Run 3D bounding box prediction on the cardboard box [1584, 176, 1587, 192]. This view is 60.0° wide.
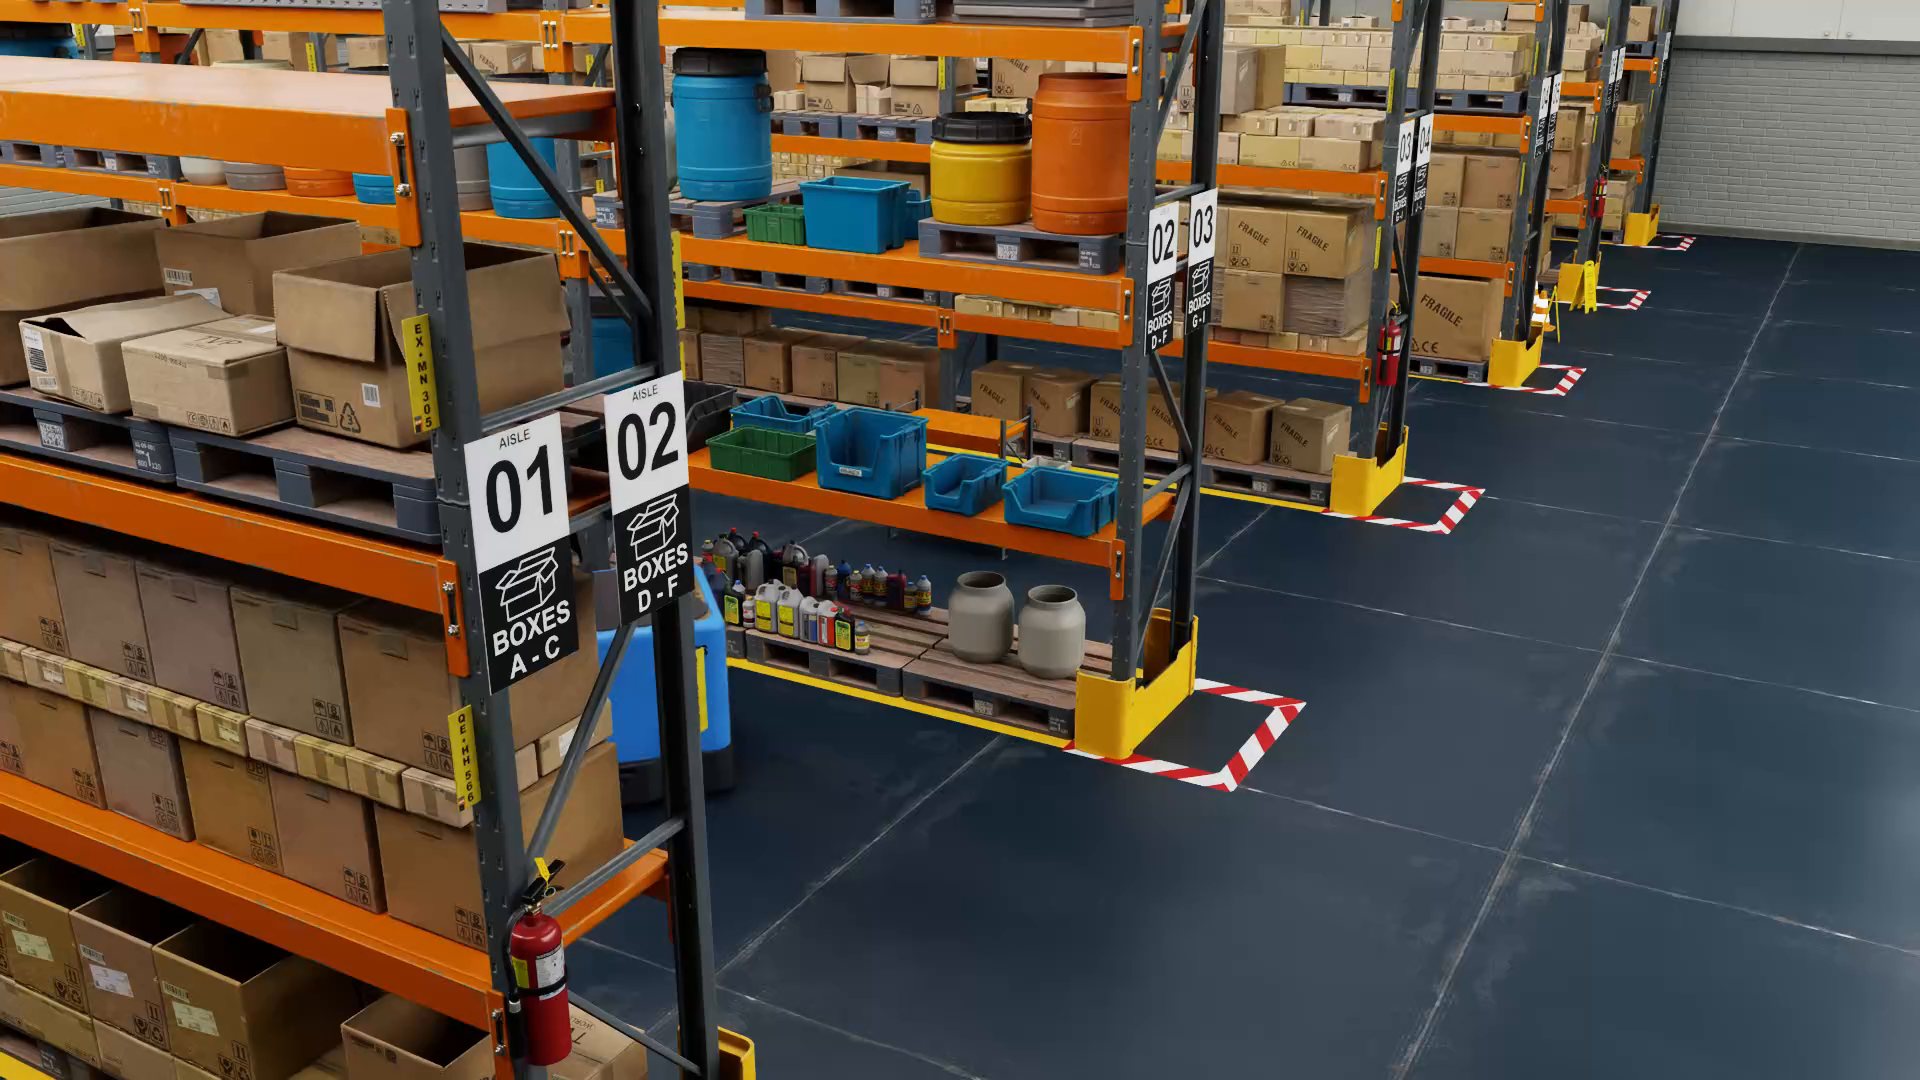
[{"bbox_3d":[9.849,-5.655,26.506,0.500,0.250,0.500,11,23,28],"label":"cardboard box"}]

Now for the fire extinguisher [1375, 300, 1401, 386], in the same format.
[{"bbox_3d":[3.476,-1.592,13.469,0.183,0.674,0.296,11,23,27],"label":"fire extinguisher"}]

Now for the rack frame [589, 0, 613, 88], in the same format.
[{"bbox_3d":[-3.383,-5.935,16.531,0.127,3.000,1.000,11,23,27],"label":"rack frame"}]

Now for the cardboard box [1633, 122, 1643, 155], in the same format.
[{"bbox_3d":[10.554,-6.425,26.533,0.500,0.500,0.500,12,23,29],"label":"cardboard box"}]

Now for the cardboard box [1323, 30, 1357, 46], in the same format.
[{"bbox_3d":[4.096,-5.406,17.908,0.250,0.149,0.380,11,23,27],"label":"cardboard box"}]

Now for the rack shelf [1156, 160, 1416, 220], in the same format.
[{"bbox_3d":[1.855,-3.189,14.414,4.000,0.370,1.077,11,23,27],"label":"rack shelf"}]

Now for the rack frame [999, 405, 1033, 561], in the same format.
[{"bbox_3d":[0.438,-0.445,12.943,0.032,1.125,0.500,11,23,27],"label":"rack frame"}]

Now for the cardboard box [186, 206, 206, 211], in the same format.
[{"bbox_3d":[-9.186,-4.186,20.289,0.500,0.250,0.500,10,22,26],"label":"cardboard box"}]

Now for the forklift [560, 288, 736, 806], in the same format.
[{"bbox_3d":[-2.846,0.050,8.929,3.031,2.935,1.130,-6,21,-15],"label":"forklift"}]

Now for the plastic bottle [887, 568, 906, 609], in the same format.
[{"bbox_3d":[-0.434,0.323,11.415,0.133,0.283,0.061,11,23,28],"label":"plastic bottle"}]

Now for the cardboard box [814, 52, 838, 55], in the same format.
[{"bbox_3d":[-1.499,-6.051,21.103,0.500,0.500,0.500,11,23,27],"label":"cardboard box"}]

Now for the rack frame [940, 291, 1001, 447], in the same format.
[{"bbox_3d":[0.109,-2.450,15.720,0.127,3.000,1.000,11,23,27],"label":"rack frame"}]

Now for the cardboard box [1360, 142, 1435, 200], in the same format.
[{"bbox_3d":[4.855,-4.093,18.447,0.550,0.550,0.875,11,23,27],"label":"cardboard box"}]

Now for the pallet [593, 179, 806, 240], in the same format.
[{"bbox_3d":[-1.629,-2.206,10.925,1.003,0.211,1.213,11,23,27],"label":"pallet"}]

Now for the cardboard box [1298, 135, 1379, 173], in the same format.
[{"bbox_3d":[3.056,-3.129,13.413,0.500,0.250,0.500,11,23,29],"label":"cardboard box"}]

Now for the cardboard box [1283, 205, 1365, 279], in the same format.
[{"bbox_3d":[3.000,-2.459,13.697,0.500,0.500,0.500,11,23,27],"label":"cardboard box"}]

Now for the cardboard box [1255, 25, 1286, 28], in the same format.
[{"bbox_3d":[3.530,-5.771,18.914,0.250,0.149,0.380,11,23,27],"label":"cardboard box"}]

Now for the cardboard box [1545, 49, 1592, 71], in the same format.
[{"bbox_3d":[7.856,-6.219,21.496,0.500,0.250,0.500,10,22,27],"label":"cardboard box"}]

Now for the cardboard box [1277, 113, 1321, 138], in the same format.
[{"bbox_3d":[2.744,-3.356,13.455,0.250,0.149,0.380,10,22,25],"label":"cardboard box"}]

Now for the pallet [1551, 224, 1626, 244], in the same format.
[{"bbox_3d":[10.163,-5.017,26.886,1.213,0.211,1.003,11,23,27],"label":"pallet"}]

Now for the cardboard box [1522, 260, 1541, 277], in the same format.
[{"bbox_3d":[7.576,-3.698,22.577,0.500,0.250,0.500,11,23,27],"label":"cardboard box"}]

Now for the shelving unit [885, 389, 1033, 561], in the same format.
[{"bbox_3d":[-0.006,-0.530,13.176,1.048,1.125,0.538,11,23,27],"label":"shelving unit"}]

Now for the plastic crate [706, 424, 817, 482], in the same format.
[{"bbox_3d":[-1.259,-0.566,10.837,0.662,0.188,0.450,11,23,27],"label":"plastic crate"}]

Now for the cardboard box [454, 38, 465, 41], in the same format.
[{"bbox_3d":[-7.148,-7.243,24.022,0.500,0.250,0.500,10,22,27],"label":"cardboard box"}]

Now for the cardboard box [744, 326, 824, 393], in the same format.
[{"bbox_3d":[-1.800,-1.861,17.116,0.500,0.500,0.700,13,24,32],"label":"cardboard box"}]

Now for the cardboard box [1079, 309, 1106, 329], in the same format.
[{"bbox_3d":[1.253,-2.006,14.865,0.250,0.149,0.380,11,23,27],"label":"cardboard box"}]

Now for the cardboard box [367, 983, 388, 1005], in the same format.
[{"bbox_3d":[-2.031,1.668,6.683,0.500,0.500,0.500,11,23,27],"label":"cardboard box"}]

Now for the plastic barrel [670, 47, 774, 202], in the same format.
[{"bbox_3d":[-1.490,-2.621,10.442,0.708,0.901,0.600,11,23,27],"label":"plastic barrel"}]

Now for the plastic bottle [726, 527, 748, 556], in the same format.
[{"bbox_3d":[-1.604,0.084,11.973,0.185,0.351,0.144,10,22,26],"label":"plastic bottle"}]

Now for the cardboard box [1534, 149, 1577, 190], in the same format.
[{"bbox_3d":[7.826,-4.930,21.974,0.500,0.500,0.500,10,22,26],"label":"cardboard box"}]

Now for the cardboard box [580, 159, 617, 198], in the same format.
[{"bbox_3d":[-4.014,-3.760,17.714,0.637,0.503,0.797,12,23,29],"label":"cardboard box"}]

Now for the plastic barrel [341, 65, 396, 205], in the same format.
[{"bbox_3d":[-3.998,-2.859,11.713,0.708,0.901,0.600,11,23,27],"label":"plastic barrel"}]

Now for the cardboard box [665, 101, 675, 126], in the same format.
[{"bbox_3d":[-2.649,-4.215,16.408,0.500,0.250,0.500,11,23,29],"label":"cardboard box"}]

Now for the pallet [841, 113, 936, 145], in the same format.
[{"bbox_3d":[-0.378,-3.906,15.611,1.003,0.211,1.213,11,23,27],"label":"pallet"}]

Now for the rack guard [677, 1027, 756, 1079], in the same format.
[{"bbox_3d":[-1.213,2.343,6.173,0.348,0.500,1.175,11,23,27],"label":"rack guard"}]

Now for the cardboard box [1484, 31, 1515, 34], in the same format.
[{"bbox_3d":[5.754,-5.348,17.747,0.250,0.149,0.380,11,23,28],"label":"cardboard box"}]

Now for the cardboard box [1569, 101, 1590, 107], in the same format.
[{"bbox_3d":[9.783,-6.833,26.268,0.250,0.149,0.380,11,23,28],"label":"cardboard box"}]

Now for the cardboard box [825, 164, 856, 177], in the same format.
[{"bbox_3d":[-1.529,-4.741,21.351,0.250,0.149,0.380,11,23,28],"label":"cardboard box"}]

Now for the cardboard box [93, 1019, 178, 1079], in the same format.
[{"bbox_3d":[-3.161,2.012,6.836,0.500,0.250,0.500,11,23,27],"label":"cardboard box"}]

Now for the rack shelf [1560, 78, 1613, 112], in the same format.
[{"bbox_3d":[6.688,-6.139,22.547,4.000,0.370,1.077,11,23,27],"label":"rack shelf"}]

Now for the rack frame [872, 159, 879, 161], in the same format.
[{"bbox_3d":[-0.876,-4.575,21.578,0.127,3.000,1.000,11,23,27],"label":"rack frame"}]

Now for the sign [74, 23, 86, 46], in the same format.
[{"bbox_3d":[-10.643,-6.139,20.095,0.005,0.325,0.100,11,23,27],"label":"sign"}]

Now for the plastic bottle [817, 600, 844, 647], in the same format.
[{"bbox_3d":[-0.838,0.538,10.831,0.135,0.276,0.152,11,23,28],"label":"plastic bottle"}]

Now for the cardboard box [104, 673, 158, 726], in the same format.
[{"bbox_3d":[-3.015,0.548,6.358,0.250,0.149,0.380,10,22,27],"label":"cardboard box"}]

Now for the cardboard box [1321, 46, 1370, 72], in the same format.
[{"bbox_3d":[4.230,-5.218,17.973,0.500,0.250,0.500,11,23,28],"label":"cardboard box"}]

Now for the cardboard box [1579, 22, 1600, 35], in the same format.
[{"bbox_3d":[9.758,-7.894,25.764,0.258,0.266,0.396,11,23,27],"label":"cardboard box"}]

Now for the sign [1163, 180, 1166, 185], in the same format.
[{"bbox_3d":[2.360,-4.254,19.111,0.005,0.325,0.100,11,23,27],"label":"sign"}]

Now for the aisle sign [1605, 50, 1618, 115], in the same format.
[{"bbox_3d":[8.347,-5.860,21.310,0.004,0.787,0.394,11,23,27],"label":"aisle sign"}]

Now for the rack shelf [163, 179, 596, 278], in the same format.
[{"bbox_3d":[-4.053,-2.380,12.183,4.000,0.370,1.077,11,23,27],"label":"rack shelf"}]

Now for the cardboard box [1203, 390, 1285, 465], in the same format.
[{"bbox_3d":[2.525,-1.005,14.787,0.500,0.500,0.500,18,27,41],"label":"cardboard box"}]

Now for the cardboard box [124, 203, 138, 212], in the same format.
[{"bbox_3d":[-10.218,-4.170,20.831,0.250,0.149,0.380,11,23,28],"label":"cardboard box"}]

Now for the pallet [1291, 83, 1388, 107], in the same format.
[{"bbox_3d":[4.386,-4.936,18.304,1.213,0.211,1.003,11,23,27],"label":"pallet"}]

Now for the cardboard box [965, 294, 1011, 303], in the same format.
[{"bbox_3d":[0.472,-2.543,15.395,0.500,0.500,0.875,11,23,27],"label":"cardboard box"}]

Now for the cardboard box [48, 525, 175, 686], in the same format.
[{"bbox_3d":[-3.021,0.164,6.465,0.500,0.500,0.700,11,23,27],"label":"cardboard box"}]

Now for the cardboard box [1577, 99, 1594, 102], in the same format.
[{"bbox_3d":[10.004,-6.963,26.628,0.250,0.149,0.380,11,23,28],"label":"cardboard box"}]

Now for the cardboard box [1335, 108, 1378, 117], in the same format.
[{"bbox_3d":[3.294,-3.498,13.847,0.250,0.149,0.380,11,23,28],"label":"cardboard box"}]

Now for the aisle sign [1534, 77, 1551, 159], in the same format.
[{"bbox_3d":[6.024,-4.365,17.189,0.004,0.787,0.394,11,23,27],"label":"aisle sign"}]

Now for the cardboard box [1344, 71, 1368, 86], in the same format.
[{"bbox_3d":[4.321,-4.989,17.927,0.250,0.149,0.380,11,23,28],"label":"cardboard box"}]
